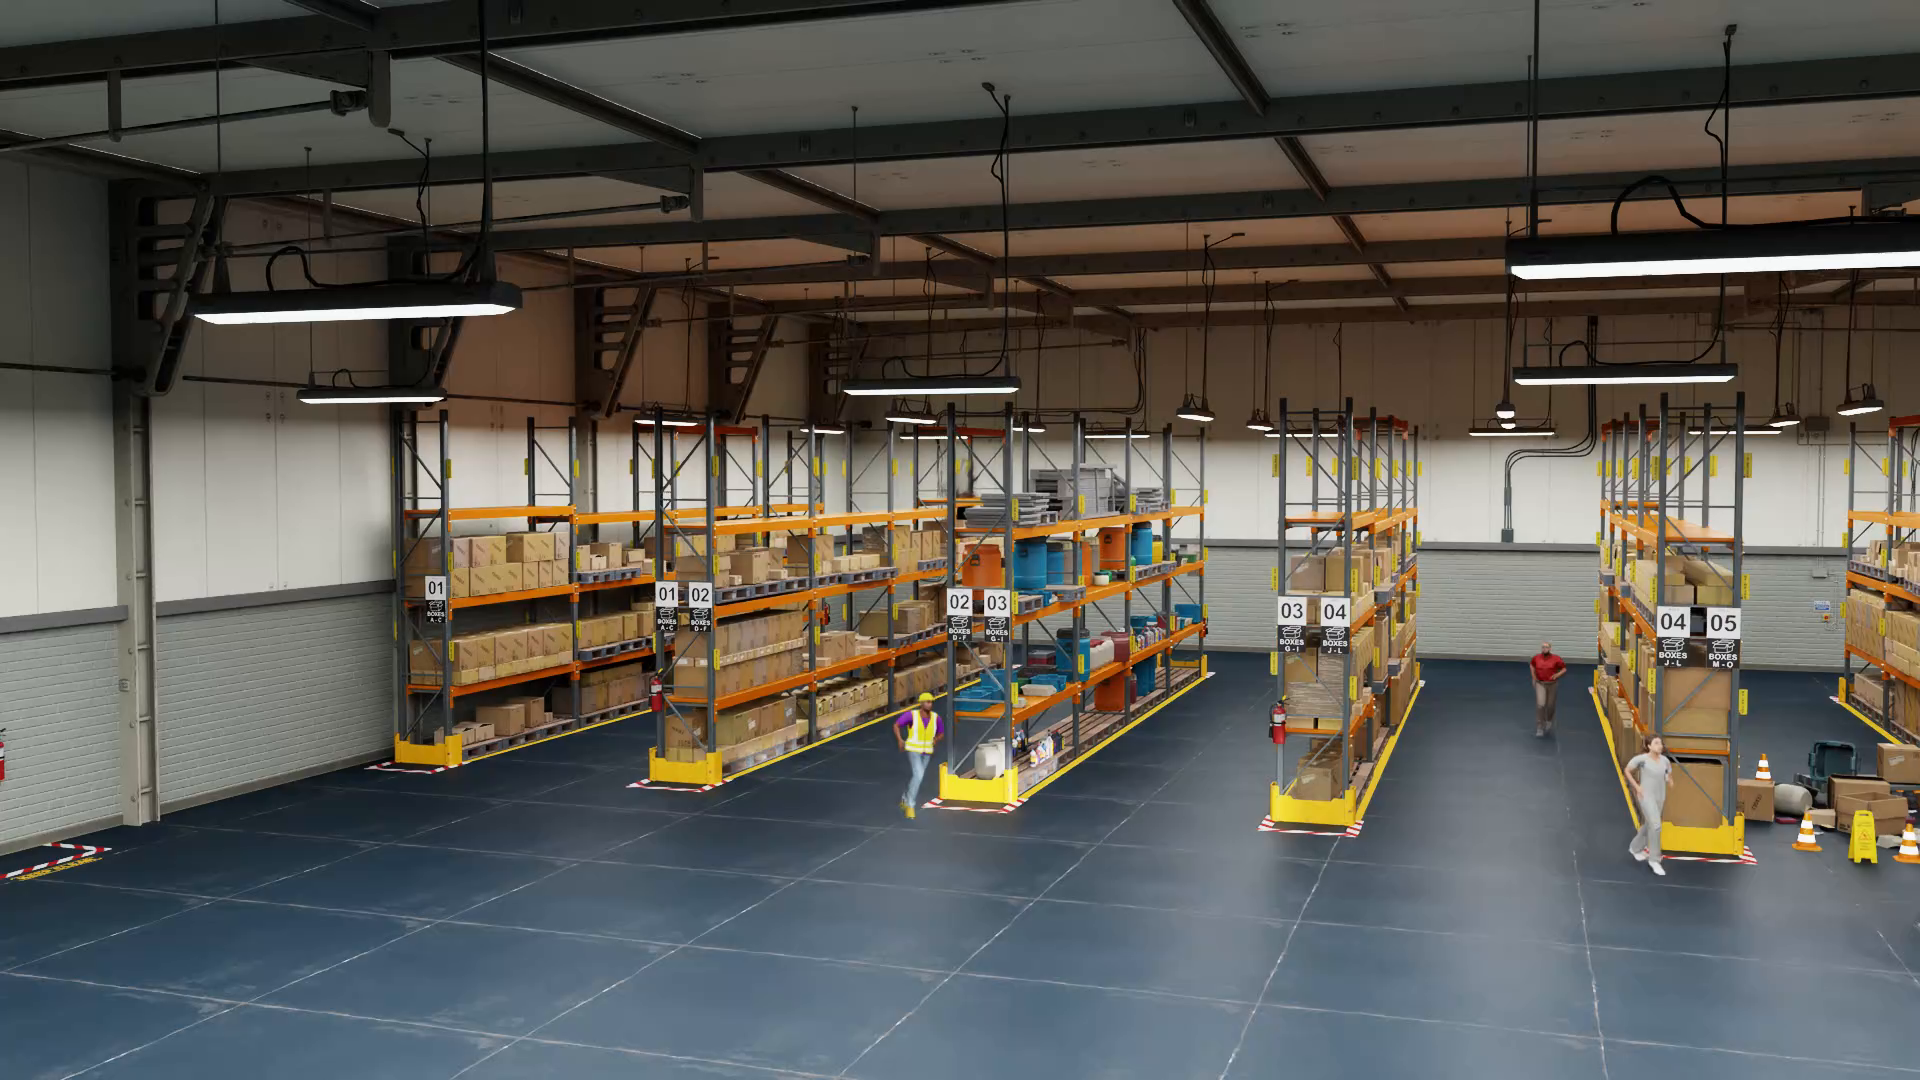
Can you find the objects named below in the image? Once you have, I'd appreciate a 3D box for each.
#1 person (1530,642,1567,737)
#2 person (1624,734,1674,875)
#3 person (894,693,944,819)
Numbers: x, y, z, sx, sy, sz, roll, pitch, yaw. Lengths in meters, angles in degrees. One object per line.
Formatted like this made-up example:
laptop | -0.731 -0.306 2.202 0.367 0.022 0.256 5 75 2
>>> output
person | 11.079 2.795 31.334 0.655 1.772 0.854 1 3 21
person | 8.656 3.274 20.844 0.547 1.706 0.769 -1 3 -16
person | -0.564 3.109 24.108 0.695 1.794 0.698 -1 3 -31
